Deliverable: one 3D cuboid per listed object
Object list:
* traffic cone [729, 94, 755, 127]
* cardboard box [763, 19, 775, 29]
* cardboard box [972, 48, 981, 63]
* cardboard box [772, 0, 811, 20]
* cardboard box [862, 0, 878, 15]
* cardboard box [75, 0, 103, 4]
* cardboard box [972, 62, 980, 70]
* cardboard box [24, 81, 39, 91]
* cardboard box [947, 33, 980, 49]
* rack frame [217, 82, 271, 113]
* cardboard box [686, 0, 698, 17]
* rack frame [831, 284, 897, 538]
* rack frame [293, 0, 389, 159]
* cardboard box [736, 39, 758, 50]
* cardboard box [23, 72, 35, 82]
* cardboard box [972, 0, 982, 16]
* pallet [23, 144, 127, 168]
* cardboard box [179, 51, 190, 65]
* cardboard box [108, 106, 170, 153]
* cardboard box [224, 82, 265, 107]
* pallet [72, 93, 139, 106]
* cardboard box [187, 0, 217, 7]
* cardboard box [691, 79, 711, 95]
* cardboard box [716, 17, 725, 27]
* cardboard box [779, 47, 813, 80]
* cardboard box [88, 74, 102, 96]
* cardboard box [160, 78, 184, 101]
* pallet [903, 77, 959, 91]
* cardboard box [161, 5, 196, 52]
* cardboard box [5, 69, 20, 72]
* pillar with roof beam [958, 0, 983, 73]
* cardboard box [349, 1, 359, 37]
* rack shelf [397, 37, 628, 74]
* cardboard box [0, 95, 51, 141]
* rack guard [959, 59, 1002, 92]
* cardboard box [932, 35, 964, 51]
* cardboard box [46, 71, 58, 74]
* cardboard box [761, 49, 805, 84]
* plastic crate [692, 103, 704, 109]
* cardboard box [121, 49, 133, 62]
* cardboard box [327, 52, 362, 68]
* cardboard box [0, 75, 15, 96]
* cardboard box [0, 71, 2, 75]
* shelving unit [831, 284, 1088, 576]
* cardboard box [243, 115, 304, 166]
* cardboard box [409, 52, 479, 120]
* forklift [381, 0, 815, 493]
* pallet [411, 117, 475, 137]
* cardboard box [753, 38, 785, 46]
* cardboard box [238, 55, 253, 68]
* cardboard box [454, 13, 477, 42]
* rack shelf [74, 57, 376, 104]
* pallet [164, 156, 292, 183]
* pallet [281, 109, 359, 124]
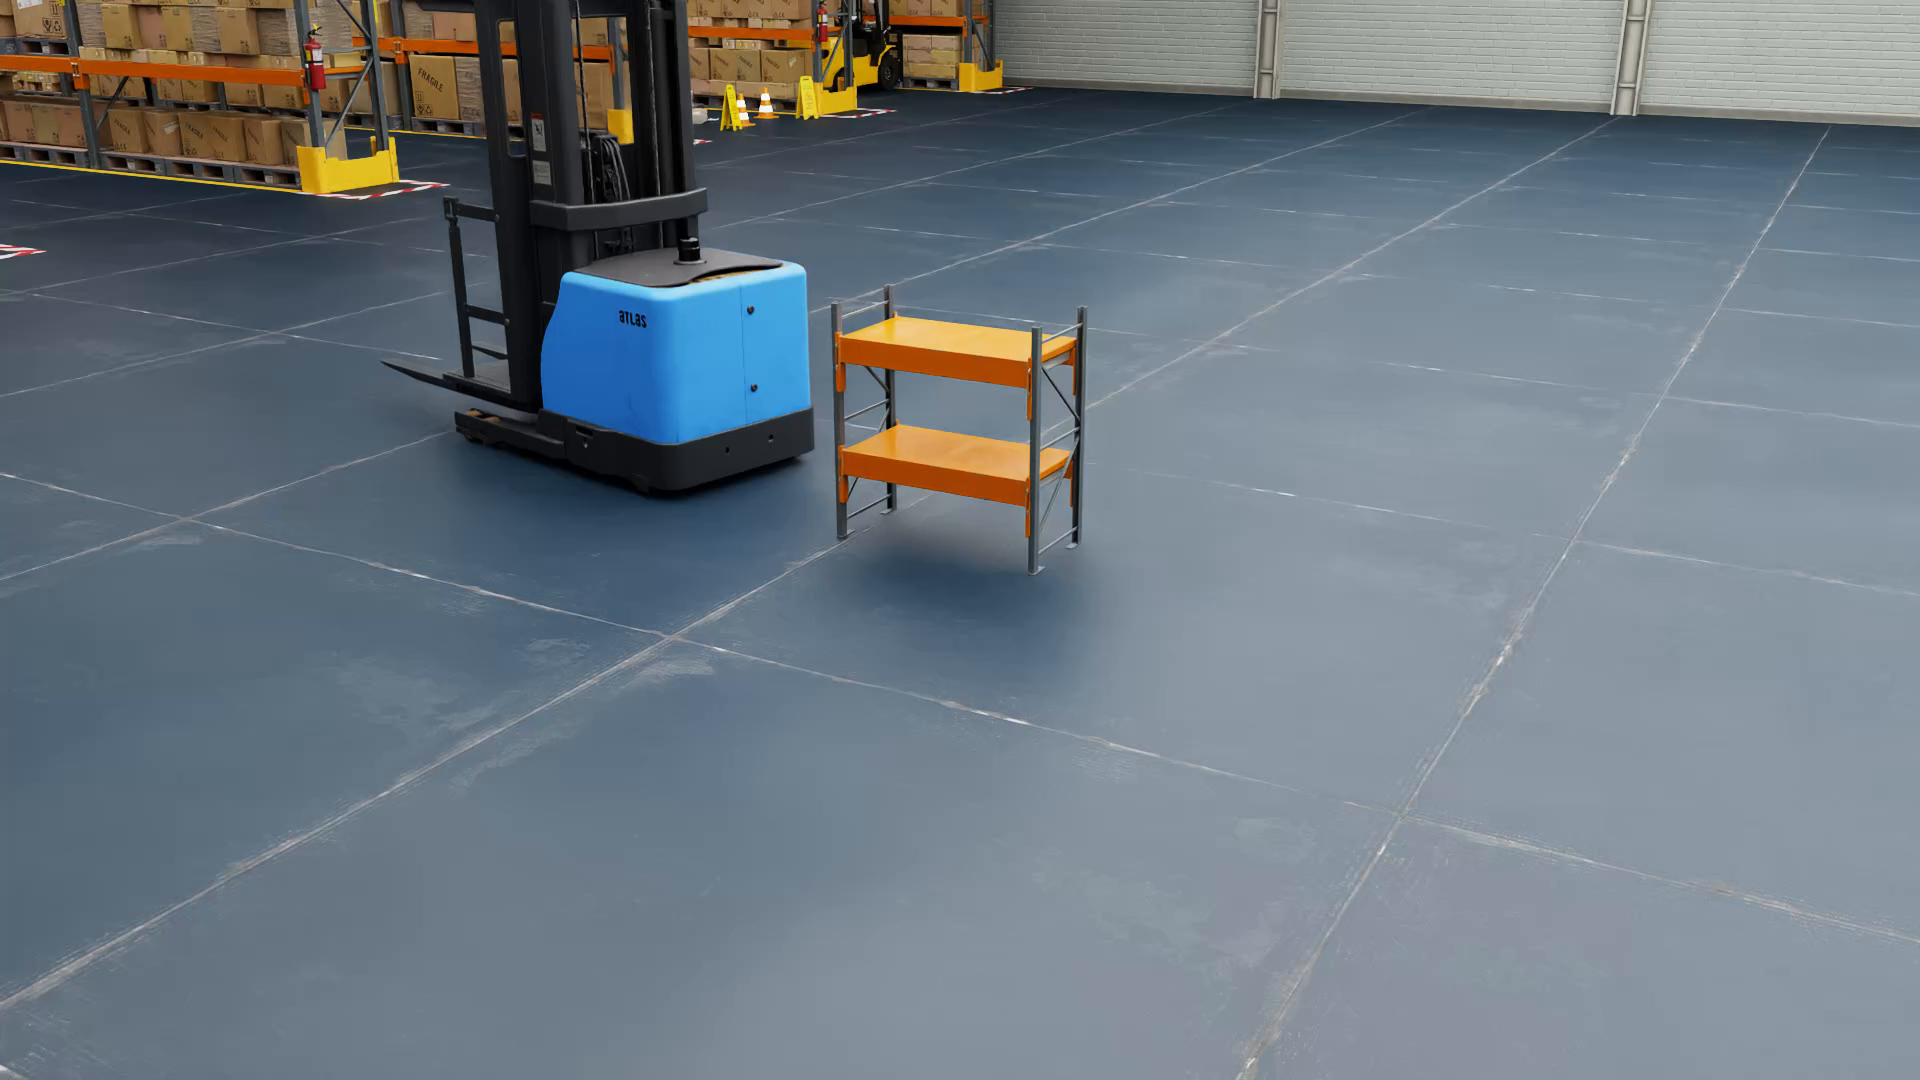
[{"bbox_3d":[-3.298,-6.494,25.090,0.334,0.463,0.336,11,23,27],"label":"traffic cone"},{"bbox_3d":[-2.968,-8.325,26.785,0.250,0.149,0.380,10,22,26],"label":"cardboard box"},{"bbox_3d":[0.060,-9.145,31.359,0.500,0.250,0.500,11,23,28],"label":"cardboard box"},{"bbox_3d":[-2.657,-8.581,26.541,0.500,0.500,0.500,10,22,26],"label":"cardboard box"},{"bbox_3d":[-1.529,-10.170,31.356,0.500,0.500,0.500,11,23,28],"label":"cardboard box"},{"bbox_3d":[-10.105,-6.608,19.633,0.500,0.500,0.500,11,23,27],"label":"cardboard box"},{"bbox_3d":[0.035,-8.909,31.444,0.500,0.250,0.500,11,23,28],"label":"cardboard box"},{"bbox_3d":[-15.807,-7.805,28.549,0.250,0.149,0.380,10,22,26],"label":"cardboard box"},{"bbox_3d":[0.042,-9.376,31.264,0.500,0.250,0.500,10,22,26],"label":"cardboard box"},{"bbox_3d":[-11.359,-8.226,26.145,0.127,3.000,1.000,11,23,27],"label":"rack frame"},{"bbox_3d":[-4.411,-8.918,27.469,0.500,0.500,0.500,11,22,27],"label":"cardboard box"},{"bbox_3d":[-0.450,-0.614,7.909,0.032,1.125,0.500,11,23,27],"label":"rack frame"},{"bbox_3d":[-6.882,-5.436,18.453,0.127,3.000,1.000,11,23,27],"label":"rack frame"},{"bbox_3d":[-3.446,-8.088,27.129,0.250,0.149,0.380,11,23,28],"label":"cardboard box"},{"bbox_3d":[-15.766,-7.927,28.448,0.250,0.149,0.380,10,22,25],"label":"cardboard box"},{"bbox_3d":[0.072,-10.077,31.099,0.500,0.500,0.500,12,23,29],"label":"cardboard box"},{"bbox_3d":[-11.054,-4.920,21.118,1.213,0.211,1.003,11,23,27],"label":"pallet"},{"bbox_3d":[-8.776,-5.584,19.230,0.250,0.149,0.380,11,23,27],"label":"cardboard box"},{"bbox_3d":[-10.044,-5.045,20.425,0.500,0.500,0.500,10,22,26],"label":"cardboard box"},{"bbox_3d":[-10.871,-7.238,26.104,0.750,0.750,1.050,10,22,27],"label":"cardboard box"},{"bbox_3d":[-14.170,-7.452,28.098,1.213,0.211,1.003,11,23,27],"label":"pallet"},{"bbox_3d":[-8.357,-6.276,18.720,0.500,0.500,0.500,11,23,27],"label":"cardboard box"},{"bbox_3d":[-4.221,-7.605,27.848,0.500,0.250,0.500,10,22,27],"label":"cardboard box"},{"bbox_3d":[-3.804,-8.527,27.341,0.250,0.149,0.380,11,23,27],"label":"cardboard box"},{"bbox_3d":[-2.639,-7.864,27.462,0.500,0.500,0.500,10,22,26],"label":"cardboard box"},{"bbox_3d":[-14.335,-7.712,27.777,0.500,0.500,0.500,12,23,29],"label":"cardboard box"},{"bbox_3d":[-12.512,-7.368,26.827,0.500,0.500,0.500,12,23,29],"label":"cardboard box"},{"bbox_3d":[-0.319,-8.669,31.453,1.213,0.211,1.003,11,23,27],"label":"pallet"},{"bbox_3d":[-8.690,-5.953,19.294,0.500,0.500,0.875,11,23,27],"label":"cardboard box"},{"bbox_3d":[-16.221,-8.164,28.665,0.250,0.149,0.380,10,22,25],"label":"cardboard box"},{"bbox_3d":[-1.899,-11.787,27.164,0.400,9.000,9.100,11,23,27],"label":"pillar with roof beam"},{"bbox_3d":[-8.893,-7.699,24.545,0.500,0.500,0.500,11,22,27],"label":"cardboard box"},{"bbox_3d":[-6.120,-6.890,23.517,4.000,0.370,1.077,11,23,27],"label":"rack shelf"},{"bbox_3d":[-12.282,-5.512,21.683,0.500,0.500,0.700,13,24,32],"label":"cardboard box"},{"bbox_3d":[0.390,-8.686,31.076,0.348,0.500,1.175,11,23,27],"label":"rack guard"},{"bbox_3d":[-0.185,-9.223,30.843,0.500,0.250,0.500,12,23,29],"label":"cardboard box"},{"bbox_3d":[-15.288,-8.010,28.241,0.250,0.149,0.380,12,23,29],"label":"cardboard box"},{"bbox_3d":[-2.875,-7.699,27.008,0.500,0.500,0.500,11,23,28],"label":"cardboard box"},{"bbox_3d":[-4.570,-7.174,27.525,0.583,0.080,0.402,3,20,9],"label":"plastic crate"},{"bbox_3d":[-9.666,-5.740,19.660,0.250,0.149,0.380,11,23,27],"label":"cardboard box"},{"bbox_3d":[-7.014,-5.436,18.822,0.250,0.149,0.380,11,23,27],"label":"cardboard box"},{"bbox_3d":[-12.798,-5.963,21.826,0.500,0.250,0.500,14,24,33],"label":"cardboard box"},{"bbox_3d":[-16.605,-8.142,29.041,0.250,0.149,0.380,12,23,30],"label":"cardboard box"},{"bbox_3d":[-0.006,-0.530,7.676,1.048,1.125,0.538,11,23,27],"label":"shelving unit"},{"bbox_3d":[-7.957,-4.657,19.353,0.500,0.500,0.500,18,27,41],"label":"cardboard box"},{"bbox_3d":[-7.352,-6.634,24.256,0.875,0.875,0.875,11,23,28],"label":"cardboard box"},{"bbox_3d":[-2.226,-2.019,9.133,3.031,2.935,1.130,17,26,39],"label":"forklift"},{"bbox_3d":[-7.241,-6.101,24.373,1.213,0.211,1.003,11,23,27],"label":"pallet"},{"bbox_3d":[-3.584,-9.694,33.058,0.625,0.625,0.875,12,23,30],"label":"cardboard box"},{"bbox_3d":[-7.903,-5.418,18.772,0.250,0.149,0.380,11,23,27],"label":"cardboard box"},{"bbox_3d":[-6.633,-7.364,23.548,0.550,0.550,0.875,11,23,27],"label":"cardboard box"},{"bbox_3d":[-8.628,-5.431,19.492,4.000,0.370,1.077,11,23,27],"label":"rack shelf"},{"bbox_3d":[-8.701,-4.487,19.925,1.213,0.211,1.003,11,23,27],"label":"pallet"},{"bbox_3d":[-9.646,-6.559,25.637,1.213,0.211,1.003,11,23,27],"label":"pallet"}]
